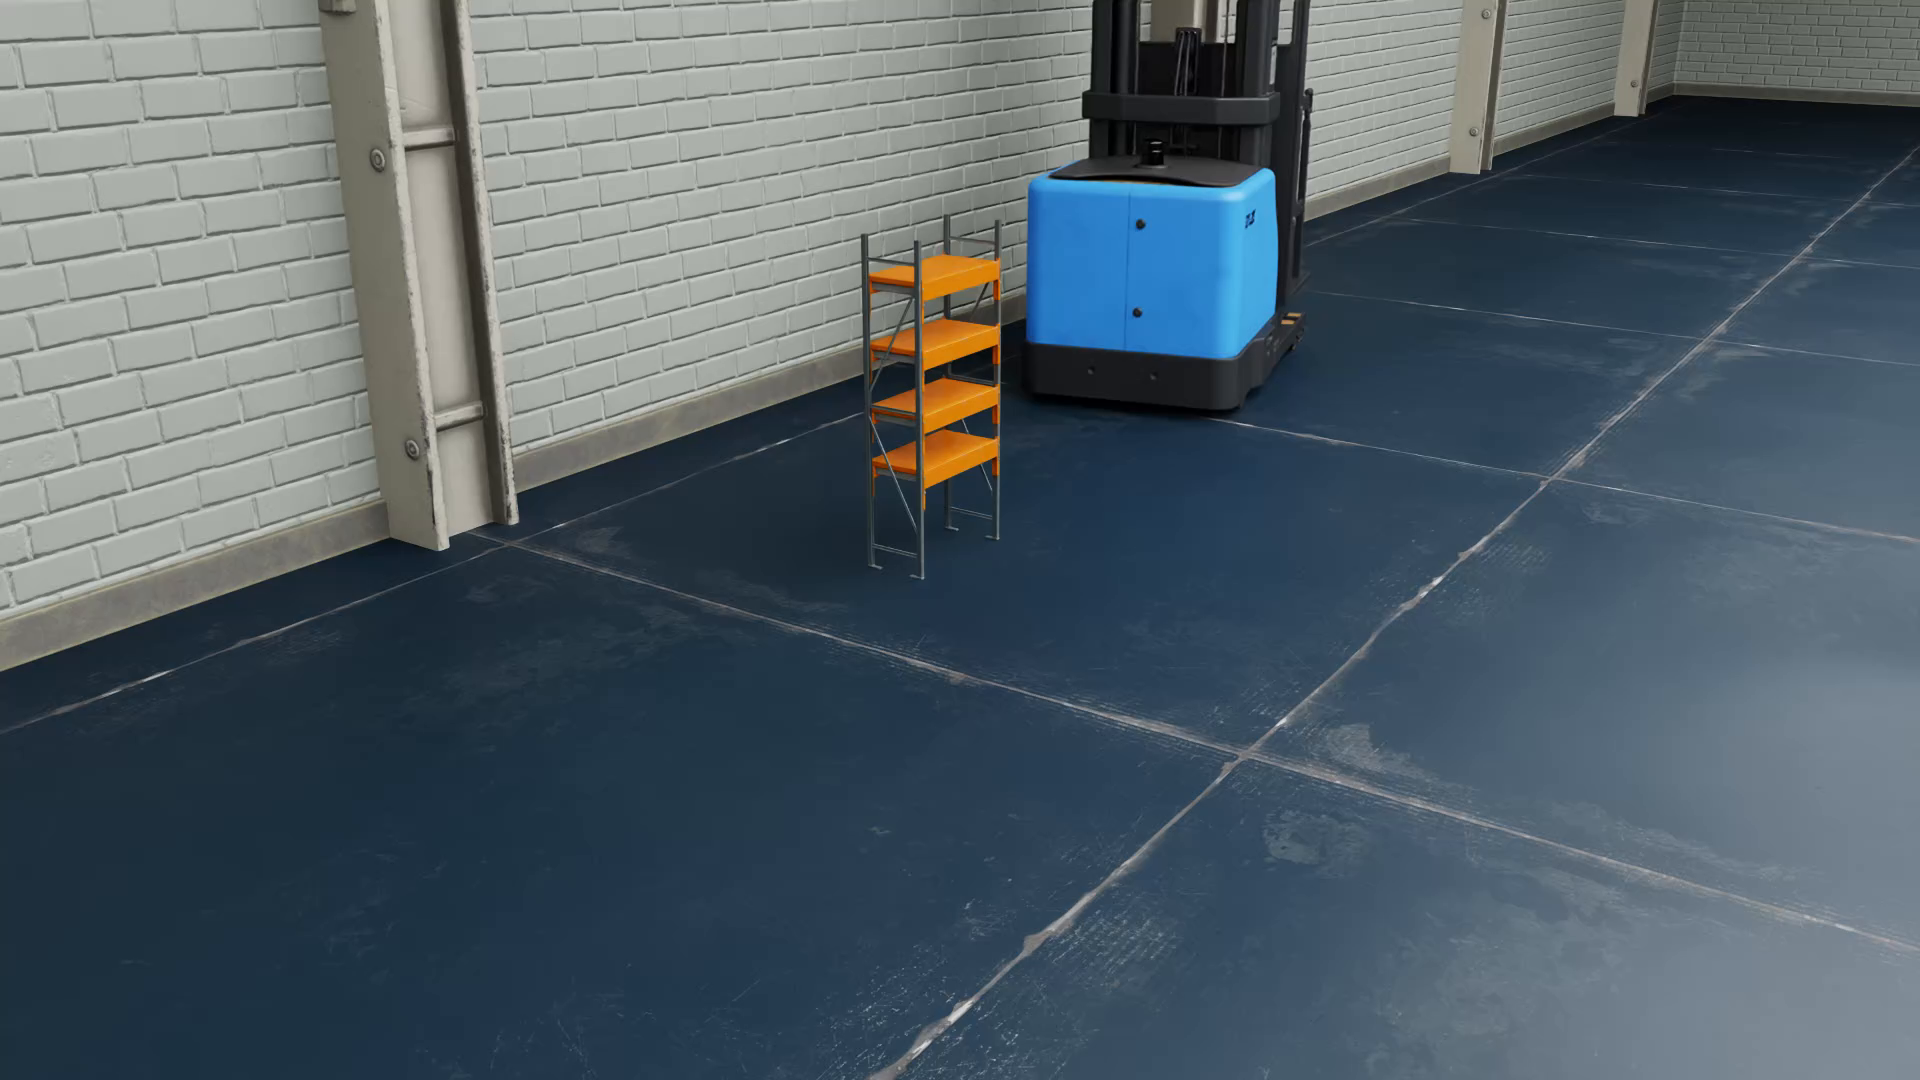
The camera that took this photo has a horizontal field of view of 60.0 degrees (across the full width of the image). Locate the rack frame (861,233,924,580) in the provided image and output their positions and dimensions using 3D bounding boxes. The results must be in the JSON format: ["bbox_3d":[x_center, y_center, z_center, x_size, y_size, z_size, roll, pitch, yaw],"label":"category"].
[{"bbox_3d":[-0.230,-0.445,5.739,0.240,1.200,0.015,13,24,32],"label":"rack frame"}]

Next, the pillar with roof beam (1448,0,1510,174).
[{"bbox_3d":[8.360,-6.869,11.864,9.100,9.000,0.400,13,24,32],"label":"pillar with roof beam"}]

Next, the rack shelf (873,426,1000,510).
[{"bbox_3d":[-0.093,-0.266,6.021,0.258,0.148,0.480,13,24,32],"label":"rack shelf"}]

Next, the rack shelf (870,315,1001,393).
[{"bbox_3d":[-0.093,-0.662,5.874,0.258,0.148,0.480,13,24,32],"label":"rack shelf"}]

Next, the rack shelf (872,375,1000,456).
[{"bbox_3d":[-0.093,-0.452,5.952,0.258,0.148,0.480,13,24,32],"label":"rack shelf"}]

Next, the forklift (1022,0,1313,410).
[{"bbox_3d":[1.288,-2.451,8.667,1.130,2.935,3.031,7,22,19],"label":"forklift"}]

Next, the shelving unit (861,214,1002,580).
[{"bbox_3d":[-0.093,-0.515,5.928,0.258,1.200,0.503,13,24,32],"label":"shelving unit"}]

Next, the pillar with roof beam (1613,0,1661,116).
[{"bbox_3d":[11.733,-8.591,16.518,9.100,9.000,0.400,13,24,32],"label":"pillar with roof beam"}]

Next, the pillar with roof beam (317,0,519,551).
[{"bbox_3d":[1.614,-3.426,2.556,9.100,9.000,0.400,13,24,32],"label":"pillar with roof beam"}]

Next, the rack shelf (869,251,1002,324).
[{"bbox_3d":[-0.093,-0.884,5.792,0.258,0.148,0.480,13,24,32],"label":"rack shelf"}]

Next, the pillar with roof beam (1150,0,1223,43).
[{"bbox_3d":[4.987,-5.148,7.210,9.100,9.000,0.400,13,24,32],"label":"pillar with roof beam"}]

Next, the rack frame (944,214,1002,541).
[{"bbox_3d":[0.044,-0.585,6.118,0.240,1.200,0.015,13,24,32],"label":"rack frame"}]
